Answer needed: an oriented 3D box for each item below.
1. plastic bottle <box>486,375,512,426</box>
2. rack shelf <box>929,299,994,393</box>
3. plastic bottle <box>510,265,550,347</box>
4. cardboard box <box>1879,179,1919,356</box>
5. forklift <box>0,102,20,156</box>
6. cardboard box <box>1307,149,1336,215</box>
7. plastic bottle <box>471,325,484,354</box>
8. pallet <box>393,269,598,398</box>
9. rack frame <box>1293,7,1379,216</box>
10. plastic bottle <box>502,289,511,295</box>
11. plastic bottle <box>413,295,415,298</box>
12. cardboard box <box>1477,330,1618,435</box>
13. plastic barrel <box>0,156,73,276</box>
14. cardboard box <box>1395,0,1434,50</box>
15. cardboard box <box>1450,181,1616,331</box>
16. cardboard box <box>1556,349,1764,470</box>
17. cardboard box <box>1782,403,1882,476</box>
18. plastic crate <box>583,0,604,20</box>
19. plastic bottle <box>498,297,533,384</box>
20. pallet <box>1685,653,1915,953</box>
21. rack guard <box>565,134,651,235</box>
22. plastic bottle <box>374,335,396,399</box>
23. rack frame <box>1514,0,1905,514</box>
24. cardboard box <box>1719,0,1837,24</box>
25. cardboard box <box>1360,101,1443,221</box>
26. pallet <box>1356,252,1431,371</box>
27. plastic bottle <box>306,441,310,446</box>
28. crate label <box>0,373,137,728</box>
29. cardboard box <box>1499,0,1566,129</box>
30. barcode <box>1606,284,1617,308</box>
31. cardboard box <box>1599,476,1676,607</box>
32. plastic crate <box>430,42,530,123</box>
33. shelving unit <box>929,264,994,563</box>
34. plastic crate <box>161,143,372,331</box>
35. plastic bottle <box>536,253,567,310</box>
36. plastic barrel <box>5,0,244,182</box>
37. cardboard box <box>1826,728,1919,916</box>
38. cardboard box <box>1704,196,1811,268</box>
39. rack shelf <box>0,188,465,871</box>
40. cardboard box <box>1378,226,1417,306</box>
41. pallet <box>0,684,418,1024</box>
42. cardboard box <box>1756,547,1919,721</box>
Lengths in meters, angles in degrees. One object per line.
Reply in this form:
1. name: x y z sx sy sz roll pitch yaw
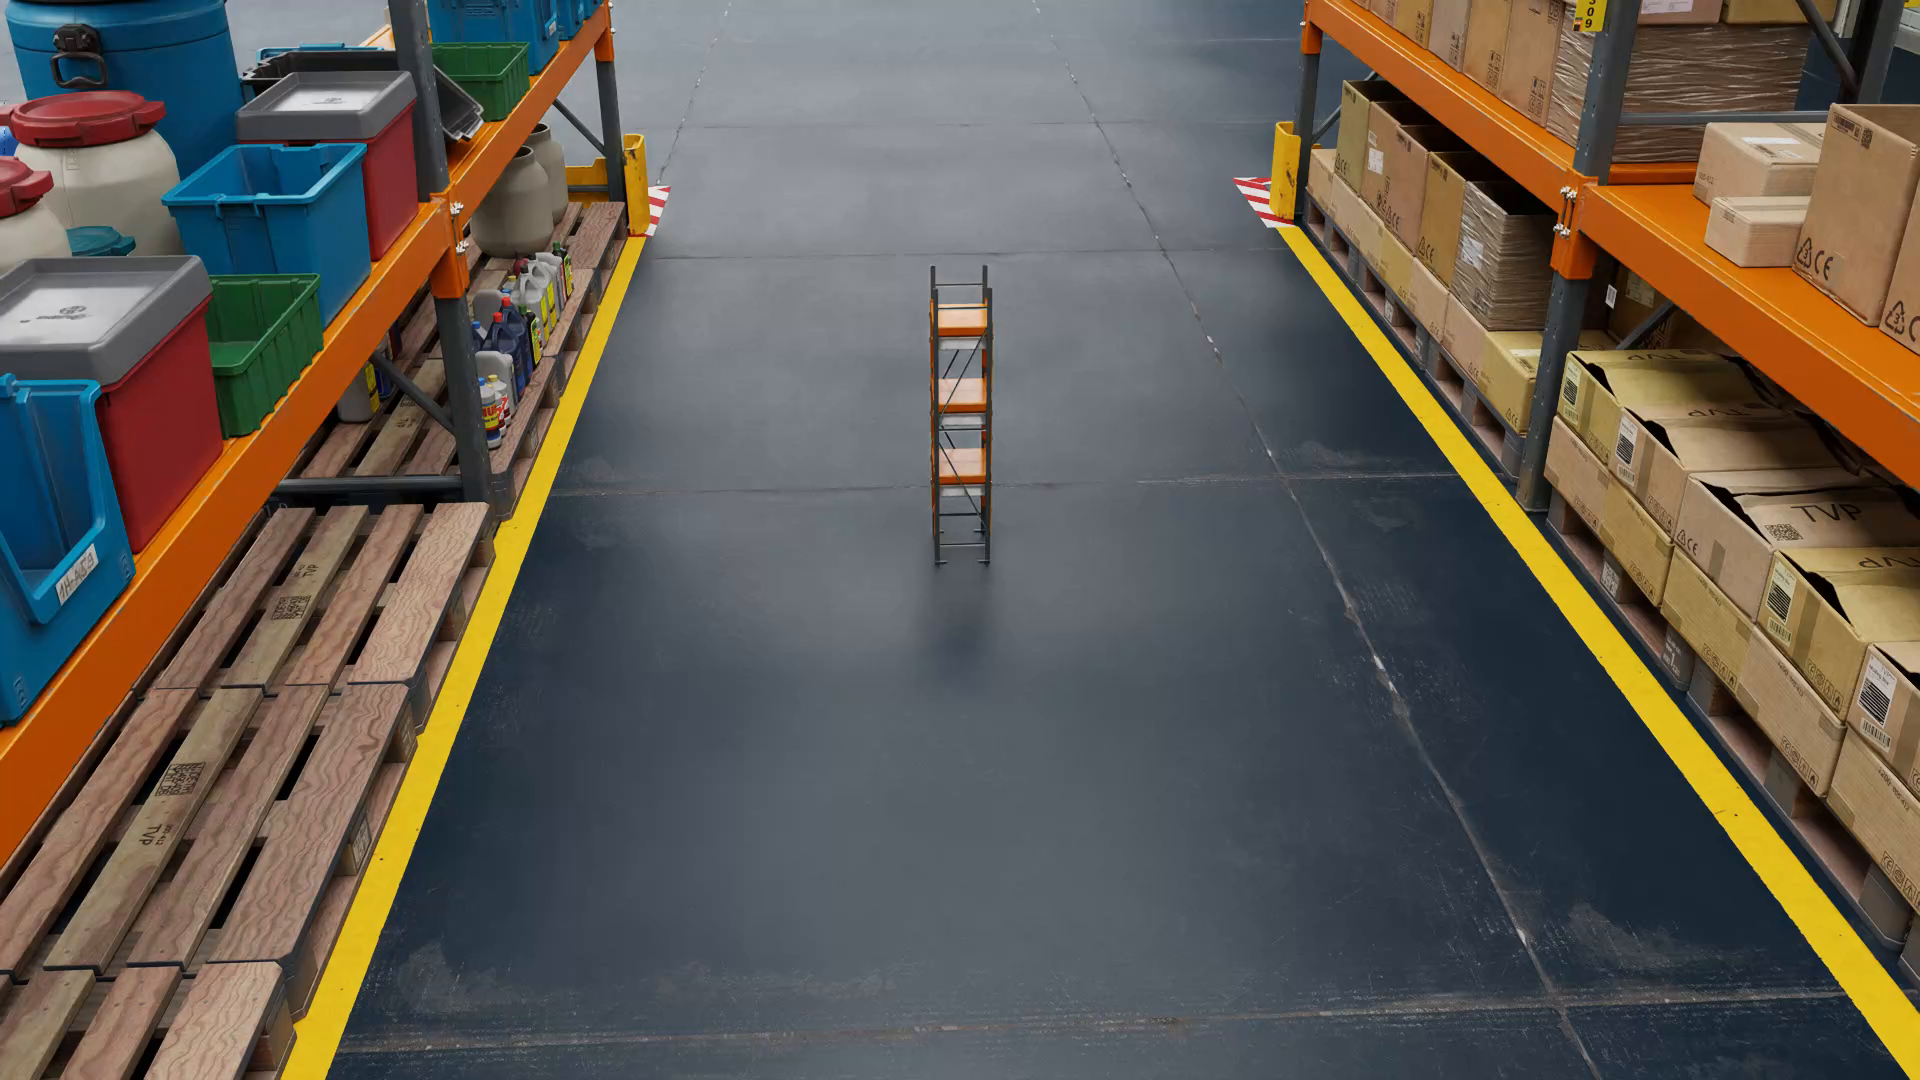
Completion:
1. plastic bottle: -1.849 -0.558 6.627 0.097 0.201 0.097 0 28 0
2. rack shelf: 0.003 -0.683 5.834 0.215 0.259 0.240 -1 28 -3
3. plastic bottle: -1.920 -1.039 7.388 0.144 0.351 0.185 -2 28 -3
4. cardboard box: 2.764 -0.685 4.212 0.500 0.500 0.500 -1 28 -3
5. forklift: -4.831 -1.739 6.414 1.130 2.935 3.031 1 28 2
6. cardboard box: 2.284 -2.032 9.421 0.500 0.250 0.500 -1 28 -3
7. plastic bottle: -2.031 -0.752 6.838 0.144 0.351 0.185 -1 28 -3
8. pallet: -2.320 -0.992 7.924 1.003 0.211 1.213 -1 28 -3
9. rack frame: 2.478 -3.318 9.367 1.000 3.000 0.127 -1 28 -3
10. plastic bottle: -2.048 -1.036 7.543 0.097 0.201 0.097 0 28 0
11. plastic bottle: -2.680 -1.261 7.975 0.097 0.201 0.097 0 28 0
12. cardboard box: 2.445 -0.646 6.765 0.500 0.250 0.500 -1 28 -3
13. plastic barrel: -2.391 -0.627 4.061 0.433 0.535 0.433 0 28 0
14. cardboard box: 2.542 -2.674 8.026 0.700 0.500 0.500 -1 28 -2
15. cardboard box: 2.430 -1.210 7.035 0.500 0.500 0.500 -1 28 -3
16. cardboard box: 2.460 -0.489 5.857 0.500 0.311 0.500 -1 28 -2
17. cardboard box: 3.028 -0.266 5.429 0.500 0.311 0.500 -1 28 -1
18. plastic crate: -2.144 -2.910 8.746 0.499 0.251 0.616 -1 28 -3
19. plastic bottle: -1.897 -0.843 7.011 0.144 0.351 0.185 -3 28 -5
20. pallet: 2.831 0.670 4.737 1.003 0.211 1.213 -1 28 -3
21. rack guard: -2.418 -2.057 9.654 1.175 0.500 0.348 -1 28 -3
22. plastic bottle: -2.445 -0.734 6.884 0.152 0.276 0.135 -1 28 -3
23. rack frame: 2.687 -1.470 5.826 1.000 3.000 0.127 -1 28 -3
24. cardboard box: 2.866 -1.931 5.899 0.380 0.149 0.250 -1 28 -3
25. cardboard box: 2.351 -1.903 8.363 0.500 0.500 0.500 -1 28 -3
26. pallet: 2.621 -1.167 8.259 1.003 0.211 1.213 -1 28 -3
27. plastic bottle: -2.590 -0.467 6.452 0.097 0.201 0.097 0 28 0
28. crate label: -1.833 0.014 2.942 0.502 0.435 0.616 -1 28 -3
29. cardboard box: 2.624 -1.963 6.662 0.700 0.500 0.500 -2 28 -3
30. barcode: 2.285 -0.855 5.835 0.001 0.075 0.075 -1 28 -3
31. cardboard box: 2.486 -0.009 5.543 0.500 0.250 0.500 -1 28 -1
32. plastic crate: -2.049 -1.892 6.864 0.450 0.188 0.662 -1 28 -3
33. shelving unit: 0.003 -0.441 5.960 0.215 1.050 0.252 -1 28 -3
34. plastic crate: -1.892 -0.844 4.641 0.392 0.384 0.575 -1 28 -3
35. plastic bottle: -1.949 -1.233 7.839 0.152 0.276 0.135 -1 28 -2
36. plastic barrel: -2.542 -1.389 5.127 0.600 0.901 0.708 -1 28 -3
37. cardboard box: 2.571 0.702 4.179 0.500 0.250 0.500 -1 28 -1
38. cardboard box: 2.529 -0.945 5.090 0.380 0.149 0.250 -1 28 -3
39. rack shelf: -2.155 -0.110 3.995 1.077 0.370 4.000 -1 28 -3
40. cardboard box: 2.361 -1.339 8.093 0.500 0.250 0.500 -1 28 -3
41. pallet: -2.113 0.810 4.468 1.003 0.211 1.213 -1 28 -3
42. cardboard box: 2.541 0.221 4.496 0.500 0.311 0.500 -1 28 -1
